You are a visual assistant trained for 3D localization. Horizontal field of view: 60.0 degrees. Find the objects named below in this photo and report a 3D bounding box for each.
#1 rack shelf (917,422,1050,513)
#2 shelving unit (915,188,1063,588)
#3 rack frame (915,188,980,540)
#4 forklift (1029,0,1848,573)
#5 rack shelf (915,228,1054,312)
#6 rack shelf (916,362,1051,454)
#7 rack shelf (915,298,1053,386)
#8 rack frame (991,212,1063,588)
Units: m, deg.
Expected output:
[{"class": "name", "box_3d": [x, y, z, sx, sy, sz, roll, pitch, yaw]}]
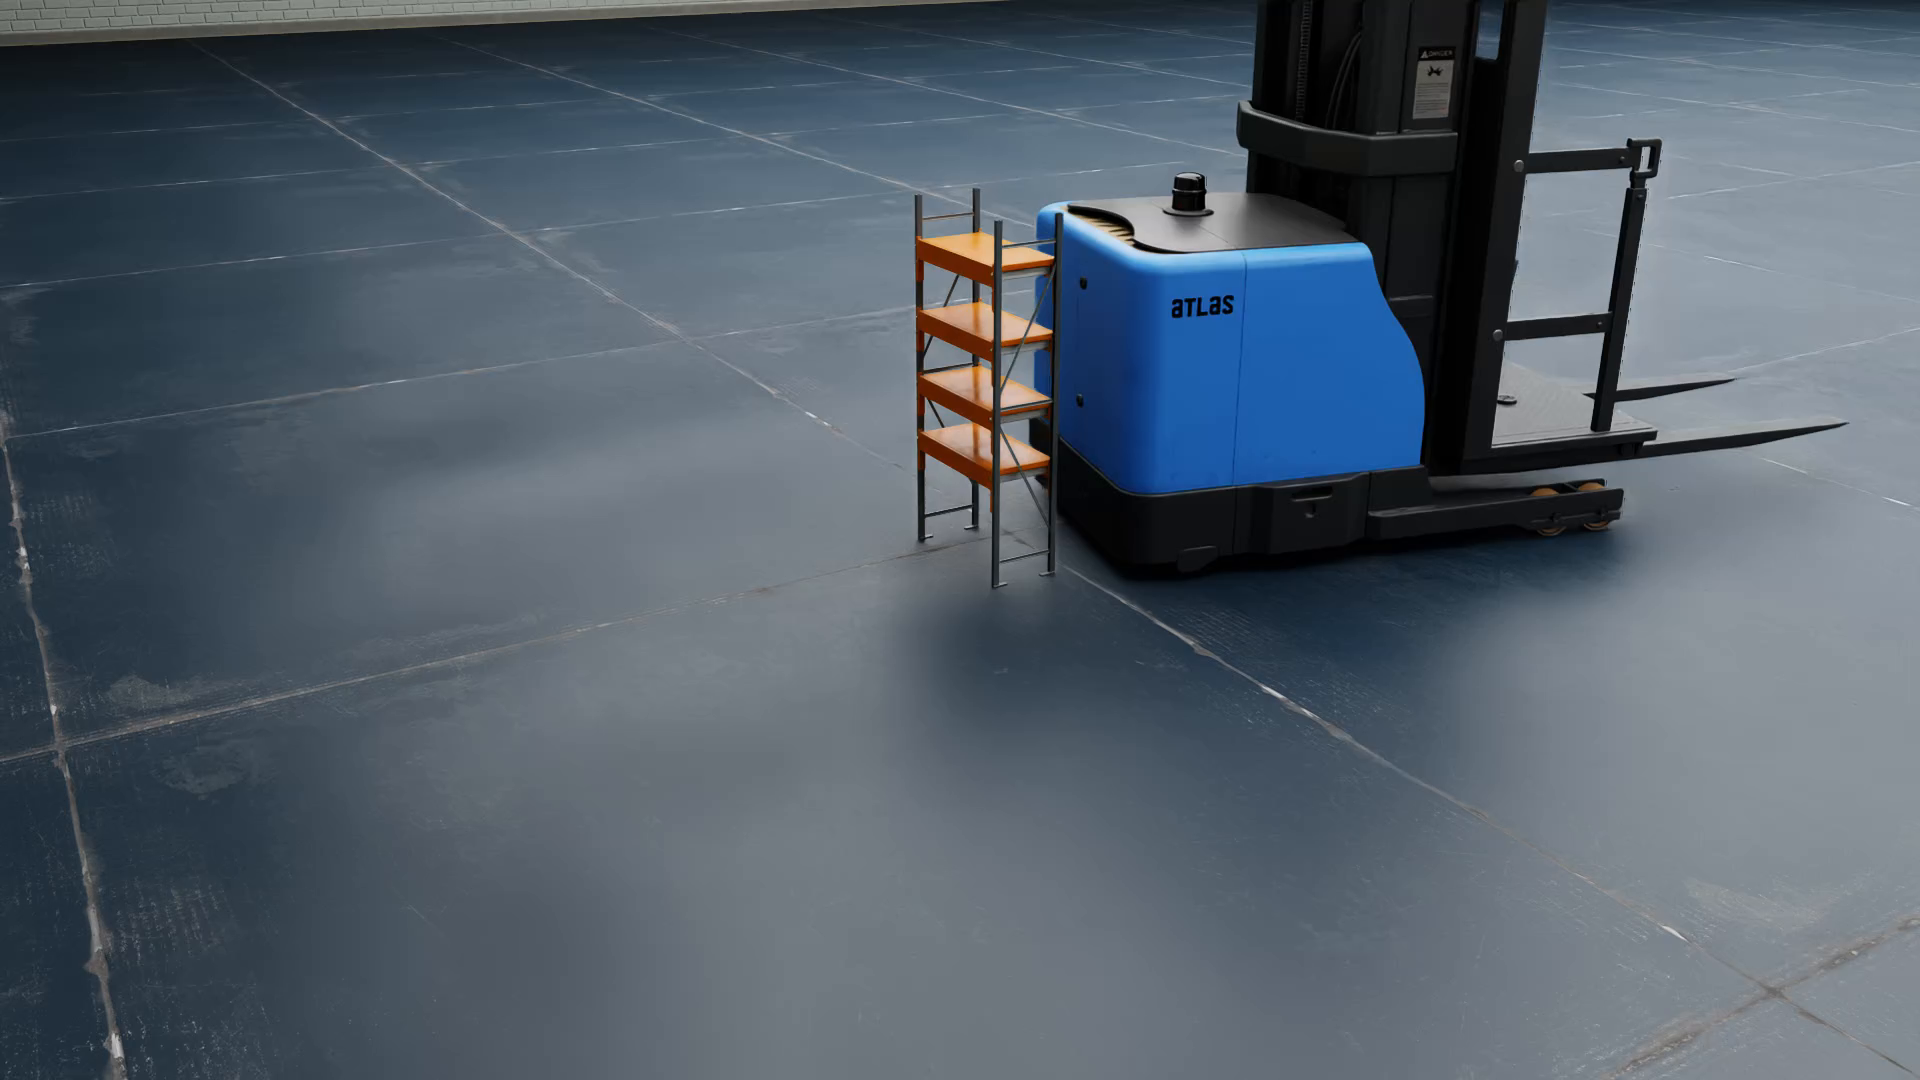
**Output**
[{"class": "rack shelf", "box_3d": [0.085, -0.256, 5.554, 0.258, 0.148, 0.480, -13, 25, -28]}, {"class": "shelving unit", "box_3d": [0.085, -0.502, 5.454, 0.258, 1.200, 0.503, -13, 25, -28]}, {"class": "rack frame", "box_3d": [-0.040, -0.581, 5.648, 0.240, 1.200, 0.015, -13, 25, -28]}, {"class": "forklift", "box_3d": [1.833, -1.554, 5.742, 3.031, 2.935, 1.130, -7, 23, -16]}, {"class": "rack shelf", "box_3d": [0.085, -0.866, 5.306, 0.258, 0.148, 0.480, -13, 25, -28]}, {"class": "rack shelf", "box_3d": [0.085, -0.440, 5.479, 0.258, 0.148, 0.480, -13, 25, -28]}, {"class": "rack shelf", "box_3d": [0.085, -0.647, 5.395, 0.258, 0.148, 0.480, -13, 25, -28]}, {"class": "rack frame", "box_3d": [0.209, -0.423, 5.259, 0.240, 1.200, 0.015, -13, 25, -28]}]
